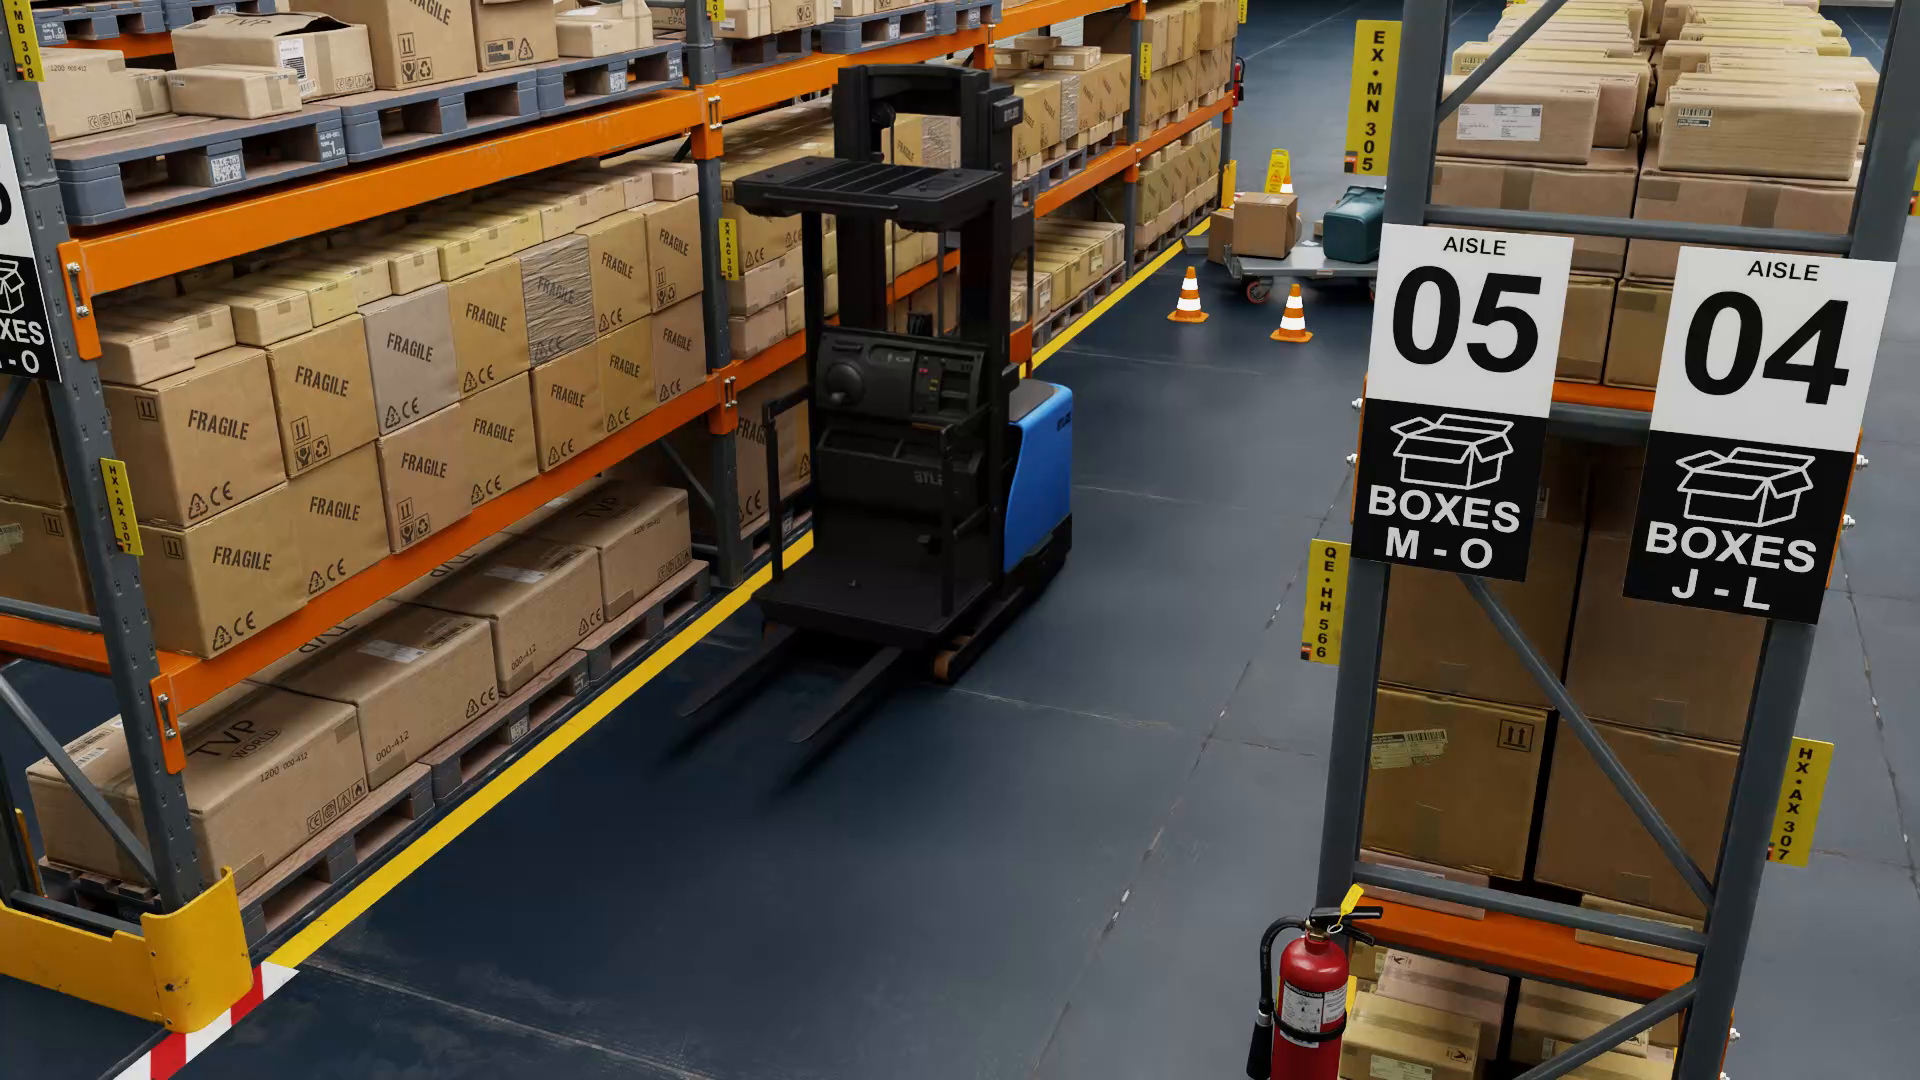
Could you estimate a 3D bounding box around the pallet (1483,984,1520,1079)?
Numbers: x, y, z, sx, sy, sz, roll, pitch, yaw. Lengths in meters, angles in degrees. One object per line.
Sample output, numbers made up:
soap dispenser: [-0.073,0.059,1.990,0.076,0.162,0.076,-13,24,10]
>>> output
pallet: [1.768,1.895,5.439,1.003,0.211,1.213,9,24,20]

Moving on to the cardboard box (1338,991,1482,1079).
cardboard box: [1.367,1.543,5.046,0.380,0.149,0.250,9,24,21]

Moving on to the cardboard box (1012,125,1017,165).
cardboard box: [0.126,-3.119,12.765,0.500,0.500,0.500,8,24,19]

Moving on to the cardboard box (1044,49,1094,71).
cardboard box: [0.944,-4.174,14.450,0.380,0.149,0.250,8,24,18]

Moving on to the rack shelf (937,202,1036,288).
rack shelf: [0.158,-1.720,9.863,0.431,0.518,0.480,10,25,22]

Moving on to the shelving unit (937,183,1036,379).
shelving unit: [0.158,-1.087,10.127,0.431,2.100,0.503,10,25,22]

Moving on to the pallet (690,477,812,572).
pallet: [-1.526,-0.183,10.413,1.003,0.211,1.213,9,24,20]

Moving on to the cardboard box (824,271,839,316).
cardboard box: [-0.938,-1.599,10.382,0.500,0.250,0.500,9,24,20]

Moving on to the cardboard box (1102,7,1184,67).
cardboard box: [1.804,-4.996,16.506,0.700,0.500,0.500,9,24,20]

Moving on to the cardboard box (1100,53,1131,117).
cardboard box: [1.271,-4.224,15.411,0.500,0.500,0.500,8,24,19]

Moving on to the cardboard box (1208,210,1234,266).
cardboard box: [2.891,-3.082,16.976,0.500,0.500,0.500,-12,25,-26]

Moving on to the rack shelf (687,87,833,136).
rack shelf: [-2.638,-5.138,19.593,1.077,0.370,4.000,9,24,20]

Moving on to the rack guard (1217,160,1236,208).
rack guard: [2.687,-4.296,19.886,1.175,0.500,0.348,9,24,20]

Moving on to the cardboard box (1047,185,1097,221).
cardboard box: [1.200,-3.566,16.946,0.500,0.500,0.500,8,24,19]

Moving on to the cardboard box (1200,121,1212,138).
cardboard box: [2.586,-4.582,18.536,0.380,0.149,0.250,10,24,22]

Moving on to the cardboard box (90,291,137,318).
cardboard box: [-3.209,-0.809,6.027,0.380,0.149,0.250,9,24,21]

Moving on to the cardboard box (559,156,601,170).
cardboard box: [-2.100,-1.913,8.671,0.380,0.149,0.250,8,24,19]

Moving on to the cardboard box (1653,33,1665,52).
cardboard box: [2.752,-1.669,6.009,0.500,0.250,0.500,8,24,18]

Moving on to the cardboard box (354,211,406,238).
cardboard box: [-2.684,-1.371,7.372,0.380,0.149,0.250,9,24,20]

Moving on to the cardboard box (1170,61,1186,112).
cardboard box: [2.015,-4.707,17.111,0.500,0.500,0.500,9,24,20]

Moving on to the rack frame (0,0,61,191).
rack frame: [-3.228,-2.519,4.606,1.000,3.000,0.127,9,24,20]

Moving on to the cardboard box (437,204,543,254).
cardboard box: [-2.095,-1.385,7.406,0.380,0.149,0.250,8,24,19]

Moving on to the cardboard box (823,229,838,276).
cardboard box: [-0.937,-1.828,10.281,0.500,0.250,0.500,9,24,21]

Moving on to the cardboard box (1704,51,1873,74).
cardboard box: [2.108,-1.154,4.257,0.380,0.149,0.250,9,24,21]

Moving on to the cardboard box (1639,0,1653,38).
cardboard box: [2.386,-1.980,6.234,0.380,0.149,0.250,9,24,19]

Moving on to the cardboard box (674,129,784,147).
cardboard box: [-1.418,-2.251,10.319,0.500,0.500,0.500,10,24,22]

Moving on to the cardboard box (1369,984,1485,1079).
cardboard box: [1.484,1.590,5.319,0.380,0.149,0.250,8,24,19]

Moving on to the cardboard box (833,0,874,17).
cardboard box: [-0.738,-3.302,10.001,0.396,0.266,0.258,11,25,24]

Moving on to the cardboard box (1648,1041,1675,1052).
cardboard box: [2.201,1.630,5.609,0.380,0.149,0.250,9,24,21]

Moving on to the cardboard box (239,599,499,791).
cardboard box: [-2.744,0.658,7.562,0.875,0.438,0.875,9,24,21]

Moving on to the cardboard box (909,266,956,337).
cardboard box: [-0.590,-1.592,12.381,0.875,0.875,0.875,9,24,20]

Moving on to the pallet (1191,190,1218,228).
pallet: [2.352,-3.877,19.258,1.003,0.211,1.213,9,24,20]

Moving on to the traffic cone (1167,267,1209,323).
traffic cone: [2.069,-2.231,14.990,0.336,0.463,0.334,9,24,20]

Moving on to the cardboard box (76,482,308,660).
cardboard box: [-2.783,0.072,6.056,0.500,0.500,0.500,9,24,20]

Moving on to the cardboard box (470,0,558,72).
cardboard box: [-2.213,-2.367,7.324,0.797,0.503,0.637,11,25,24]

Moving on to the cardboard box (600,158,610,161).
cardboard box: [-3.564,-3.664,17.667,0.875,0.625,0.625,10,25,22]

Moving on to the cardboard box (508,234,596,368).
cardboard box: [-2.037,-1.118,7.607,0.500,0.500,0.500,9,24,21]

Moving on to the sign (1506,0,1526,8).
sign: [2.375,-2.393,7.012,0.100,0.325,0.005,9,24,20]

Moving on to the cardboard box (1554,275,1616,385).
cardboard box: [1.329,-0.594,4.083,0.500,0.250,0.500,8,24,19]

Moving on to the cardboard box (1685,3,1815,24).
cardboard box: [2.649,-1.714,5.599,0.380,0.149,0.250,8,24,18]

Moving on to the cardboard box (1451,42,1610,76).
cardboard box: [1.531,-1.245,4.477,0.380,0.149,0.250,9,24,21]

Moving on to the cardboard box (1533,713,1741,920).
cardboard box: [1.829,0.617,4.365,0.500,0.500,0.500,10,25,23]

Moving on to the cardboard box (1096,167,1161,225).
cardboard box: [1.699,-3.489,16.760,0.500,0.500,0.500,10,25,23]

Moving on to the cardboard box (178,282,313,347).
cardboard box: [-2.605,-0.826,6.067,0.380,0.149,0.250,10,25,22]

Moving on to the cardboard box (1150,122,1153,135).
cardboard box: [1.690,-4.094,16.485,0.380,0.149,0.250,10,24,22]

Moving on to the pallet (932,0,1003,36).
pallet: [-0.446,-3.673,11.504,1.213,0.211,1.003,10,25,22]

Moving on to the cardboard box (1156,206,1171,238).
cardboard box: [1.887,-3.335,17.366,0.500,0.250,0.500,10,25,23]

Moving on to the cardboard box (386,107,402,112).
cardboard box: [-4.933,-3.814,14.518,0.380,0.149,0.250,10,25,22]

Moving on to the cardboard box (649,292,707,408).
cardboard box: [-1.677,-1.026,8.685,0.500,0.500,0.500,9,24,21]

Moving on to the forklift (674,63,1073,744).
forklift: [-0.404,-0.815,8.399,1.130,2.935,3.031,10,25,22]

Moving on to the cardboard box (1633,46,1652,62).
cardboard box: [2.100,-1.562,5.752,0.500,0.250,0.500,9,24,21]

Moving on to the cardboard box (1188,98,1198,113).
cardboard box: [2.365,-4.729,18.005,0.380,0.149,0.250,9,24,20]

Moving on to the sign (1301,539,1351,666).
sign: [0.898,0.155,4.075,0.100,0.325,0.005,9,24,20]

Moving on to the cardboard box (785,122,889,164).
cardboard box: [-0.774,-2.357,10.575,0.500,0.500,0.500,8,24,19]

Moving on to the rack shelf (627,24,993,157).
rack shelf: [-0.999,-2.950,10.463,1.077,0.370,4.000,9,24,20]
